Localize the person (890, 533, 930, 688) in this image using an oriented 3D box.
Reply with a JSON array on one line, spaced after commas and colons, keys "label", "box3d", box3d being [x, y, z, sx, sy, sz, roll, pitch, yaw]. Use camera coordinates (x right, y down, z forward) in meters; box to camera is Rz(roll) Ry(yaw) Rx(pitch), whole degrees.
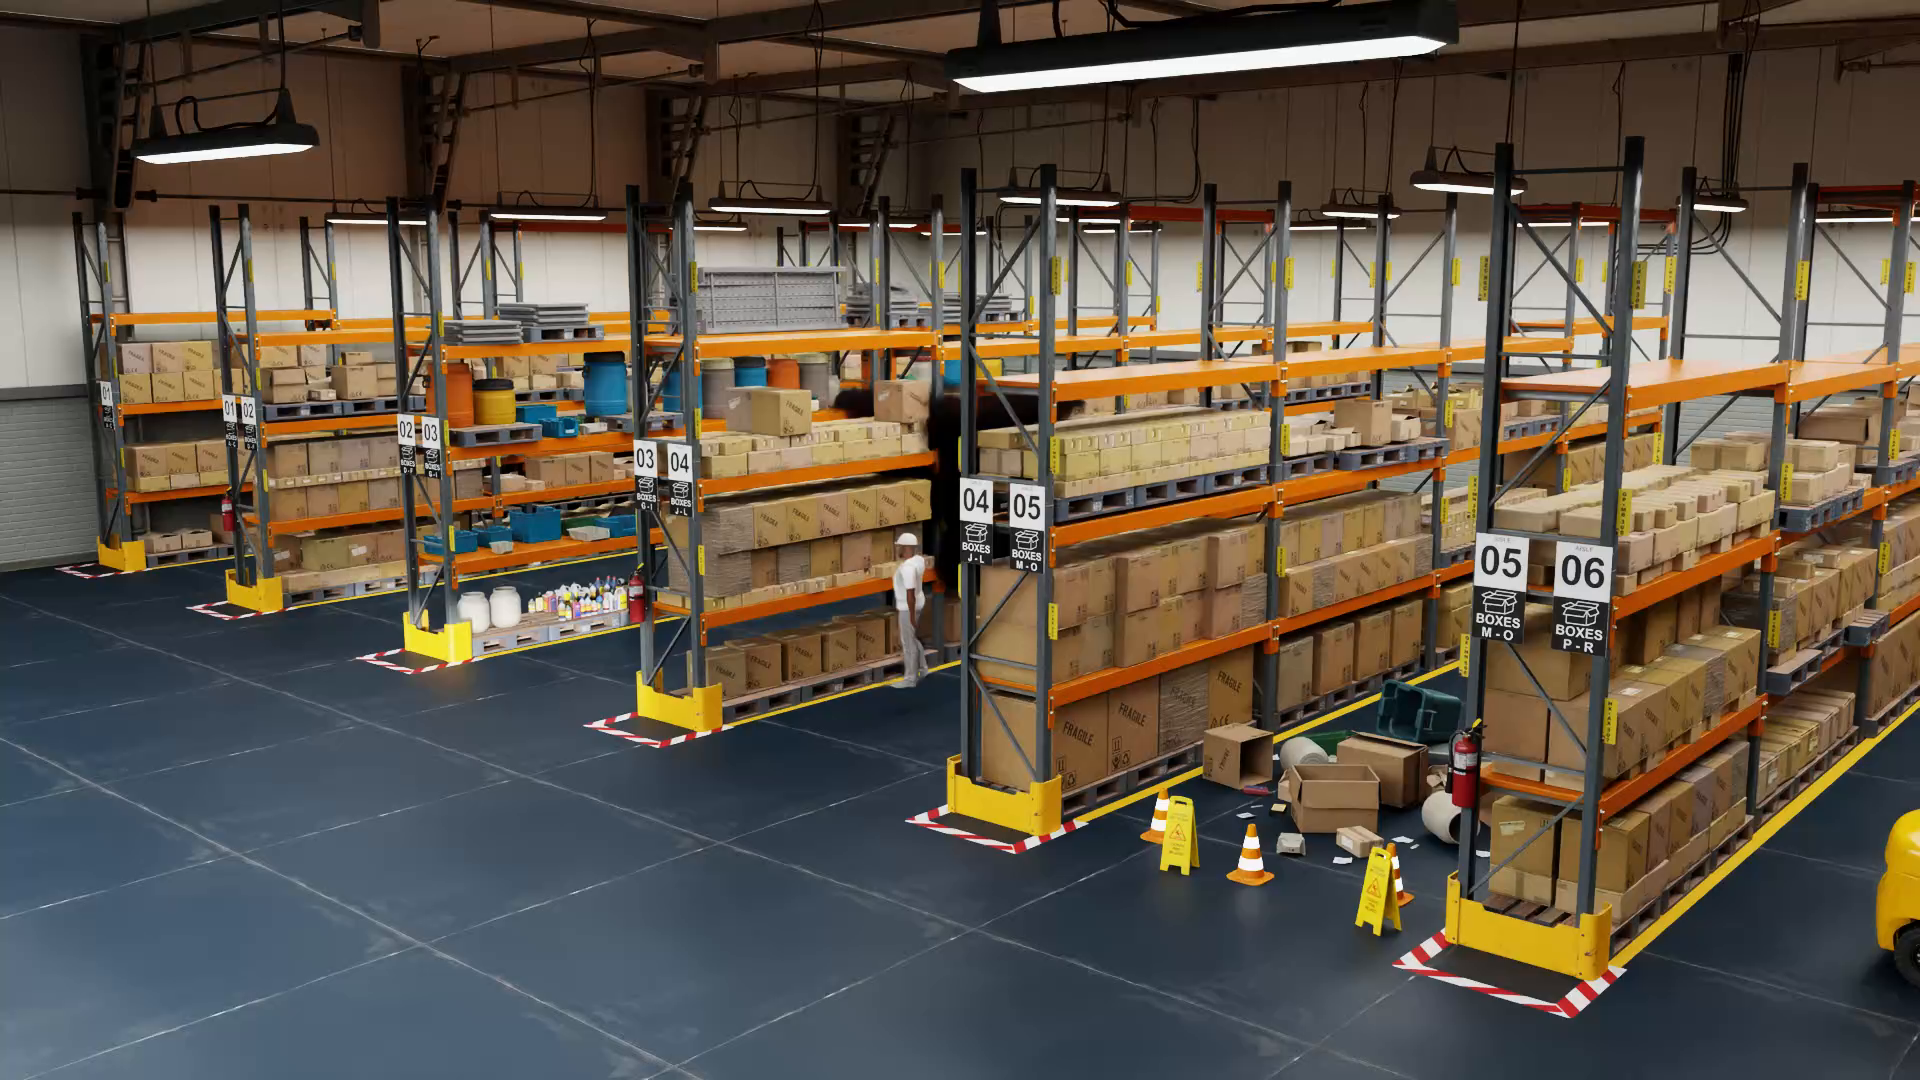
[{"label": "person", "box3d": [-0.582, 0.829, 19.236, 0.379, 1.837, 0.595, 1, 10, 9]}]
